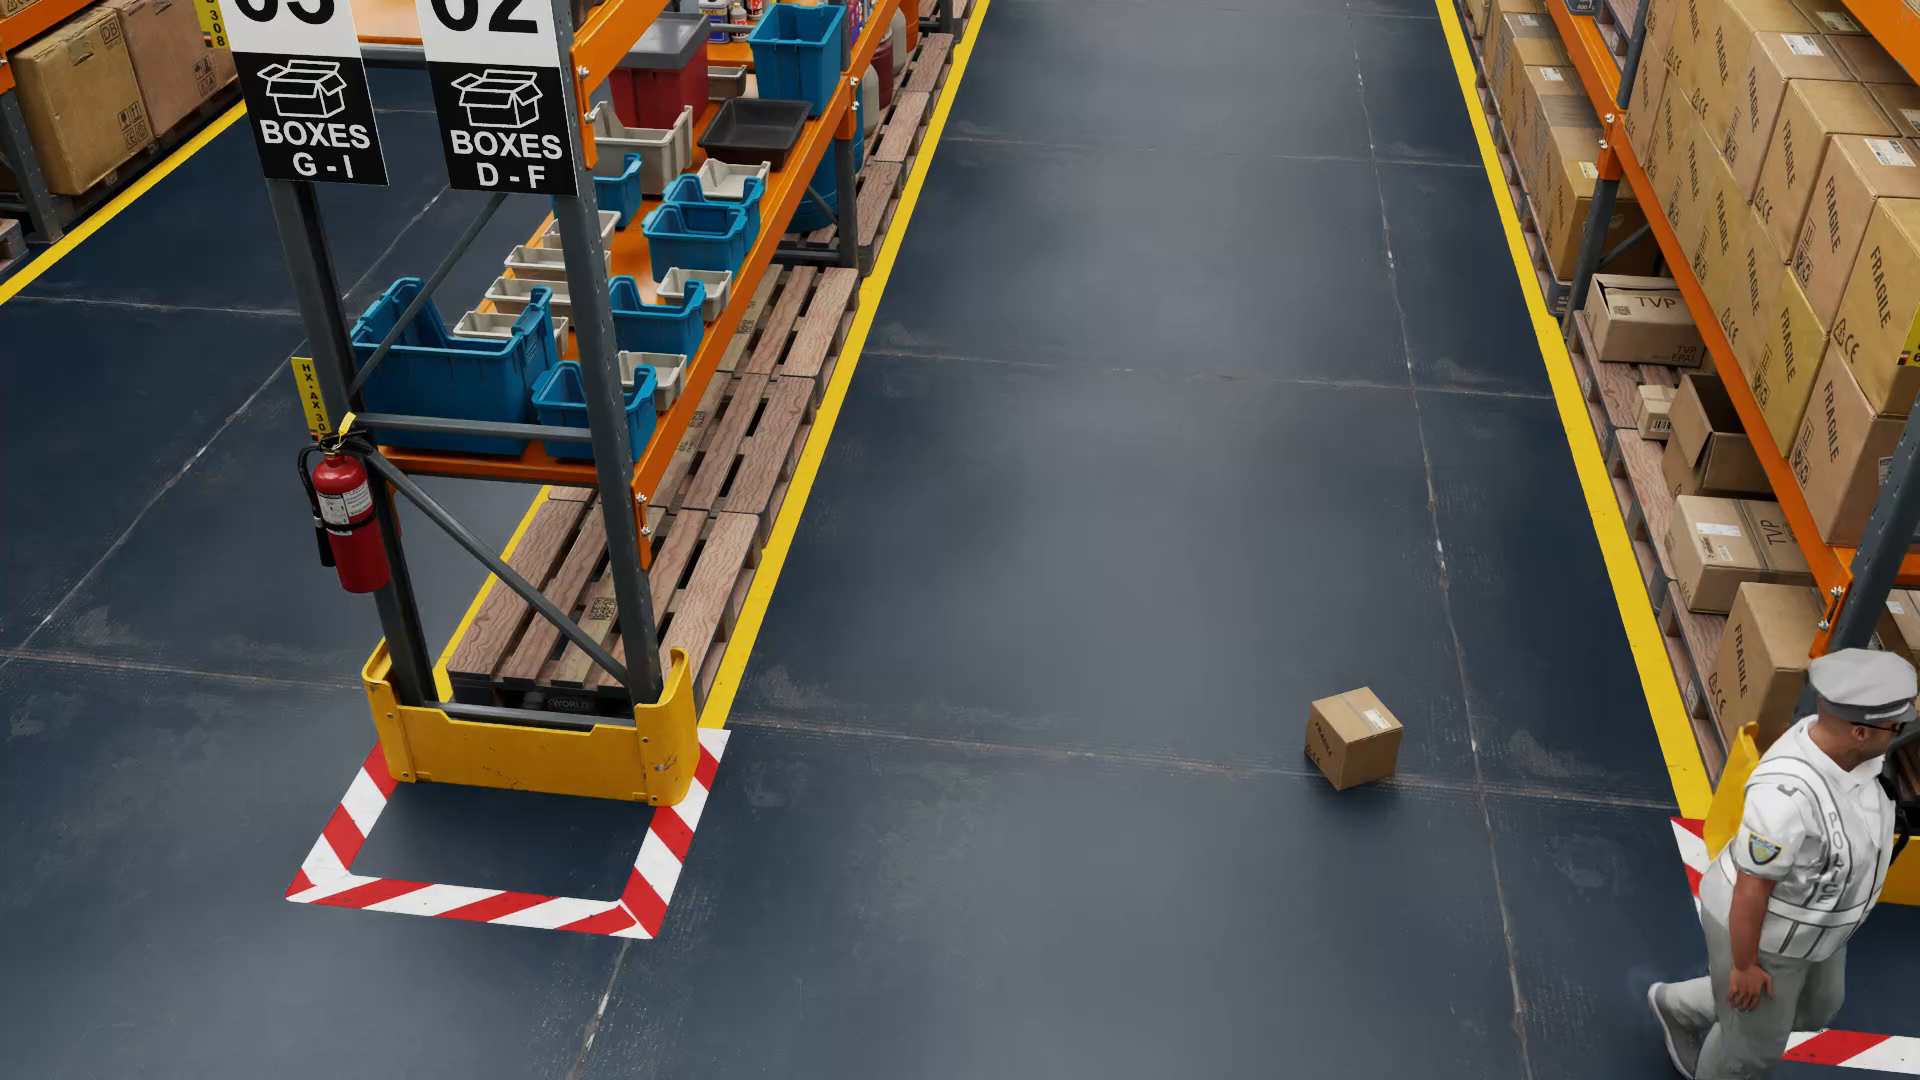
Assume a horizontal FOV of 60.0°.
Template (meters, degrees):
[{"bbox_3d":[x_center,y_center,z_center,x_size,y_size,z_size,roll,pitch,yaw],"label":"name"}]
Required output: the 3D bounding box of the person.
[{"bbox_3d":[2.322,1.056,4.647,0.552,1.760,0.596,-24,42,-29],"label":"person"}]
